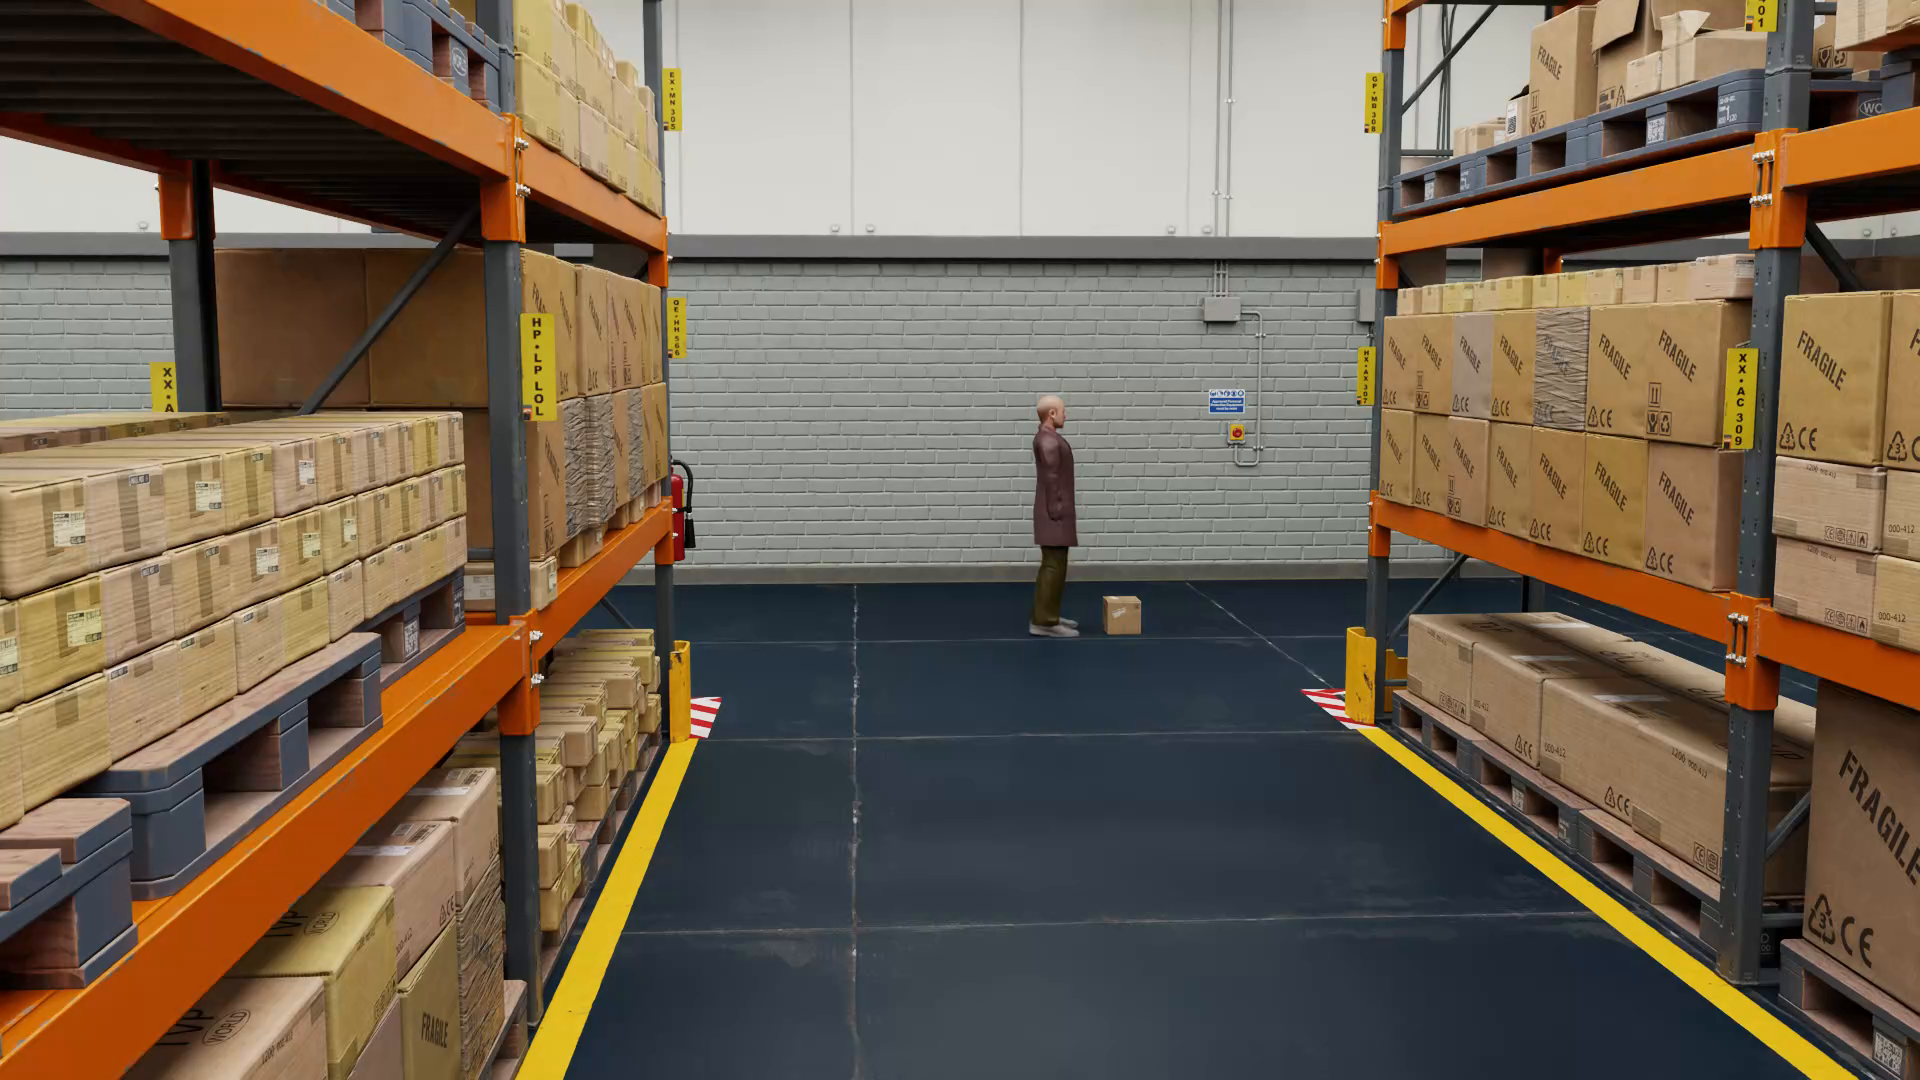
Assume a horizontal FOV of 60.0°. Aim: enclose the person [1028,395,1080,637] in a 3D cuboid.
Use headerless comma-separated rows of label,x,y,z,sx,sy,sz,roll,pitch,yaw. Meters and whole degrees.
person,0.702,-0.180,12.417,0.389,1.793,0.561,0,7,-2
